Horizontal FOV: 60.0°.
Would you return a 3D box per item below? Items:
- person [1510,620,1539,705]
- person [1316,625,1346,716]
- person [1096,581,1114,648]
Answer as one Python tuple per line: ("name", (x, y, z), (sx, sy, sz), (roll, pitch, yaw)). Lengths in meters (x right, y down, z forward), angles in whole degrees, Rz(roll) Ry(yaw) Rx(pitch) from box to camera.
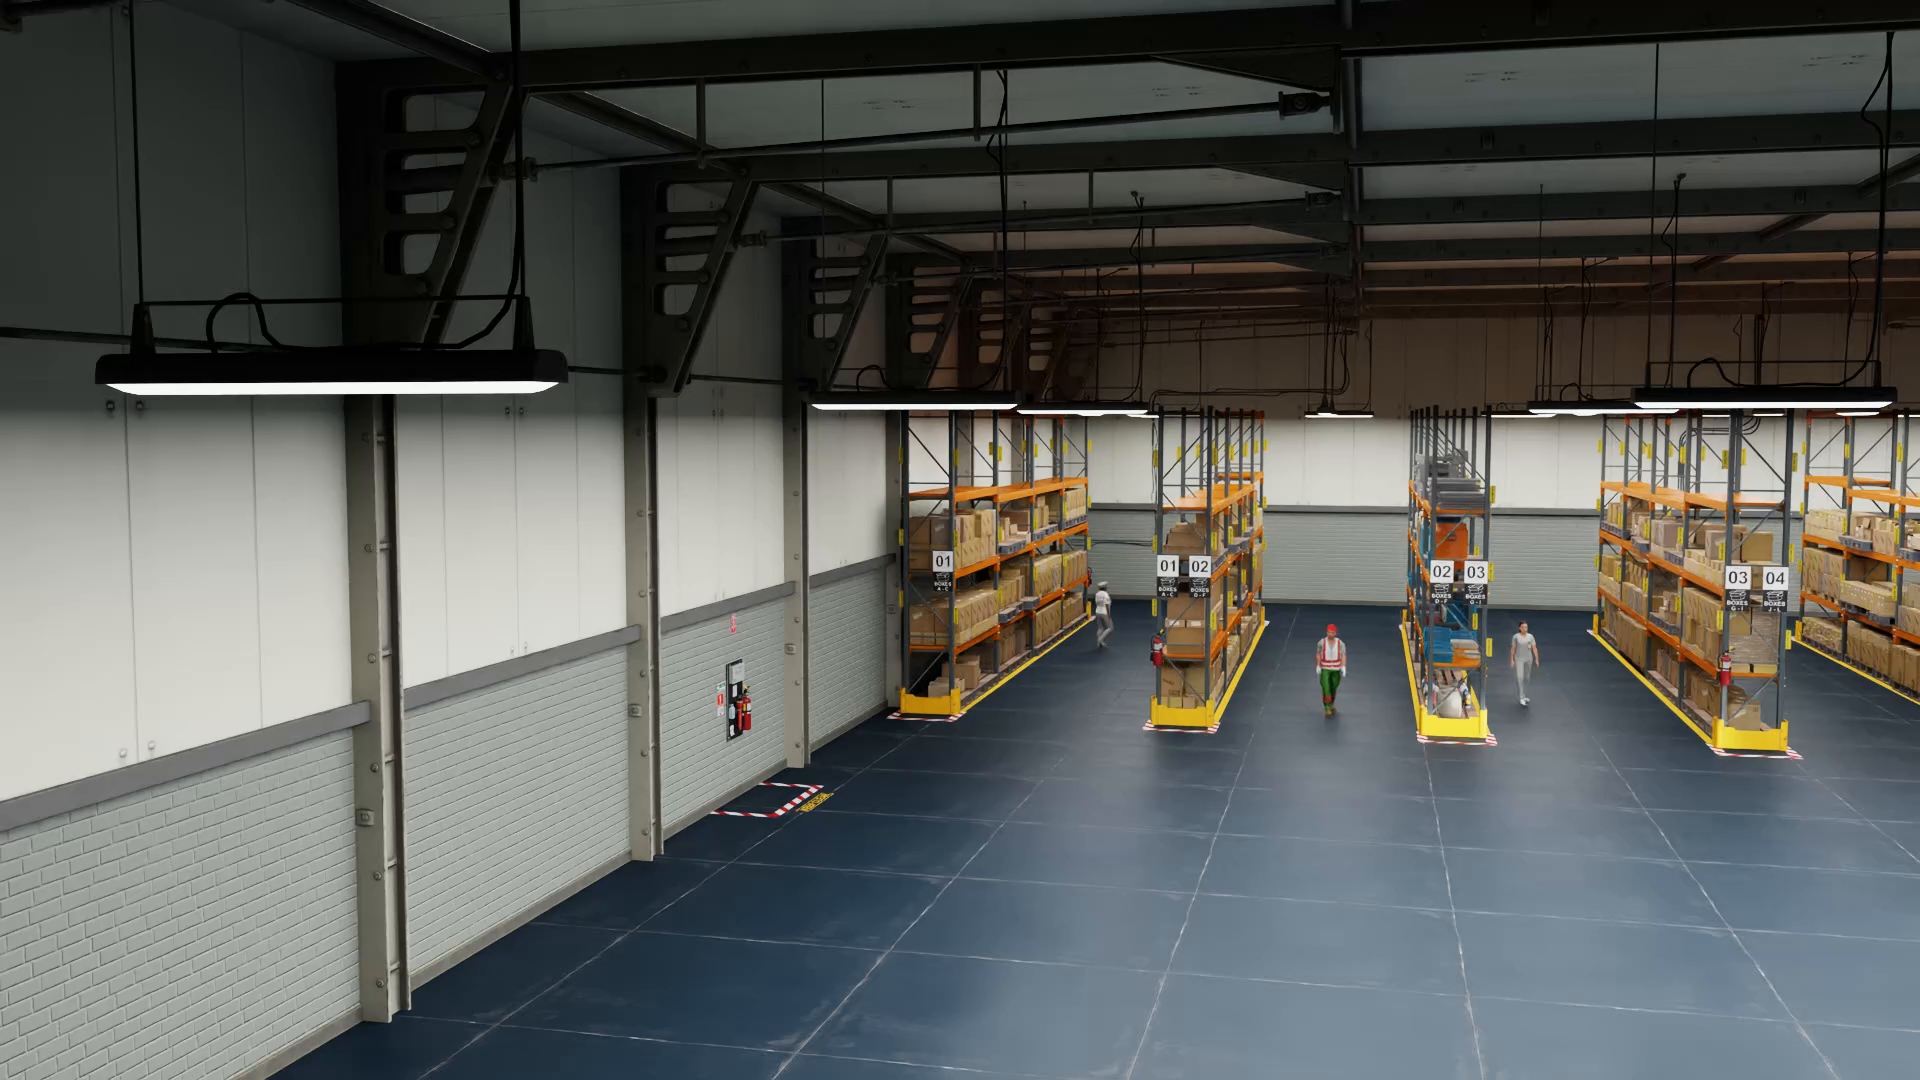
("person", (11.446, 2.469, 33.684), (0.508, 1.672, 0.686), (0, 4, 2))
("person", (7.226, 2.514, 32.318), (0.544, 1.734, 1.020), (0, 4, 5))
("person", (3.562, 1.882, 41.731), (0.446, 1.687, 0.488), (-3, 5, -36))
